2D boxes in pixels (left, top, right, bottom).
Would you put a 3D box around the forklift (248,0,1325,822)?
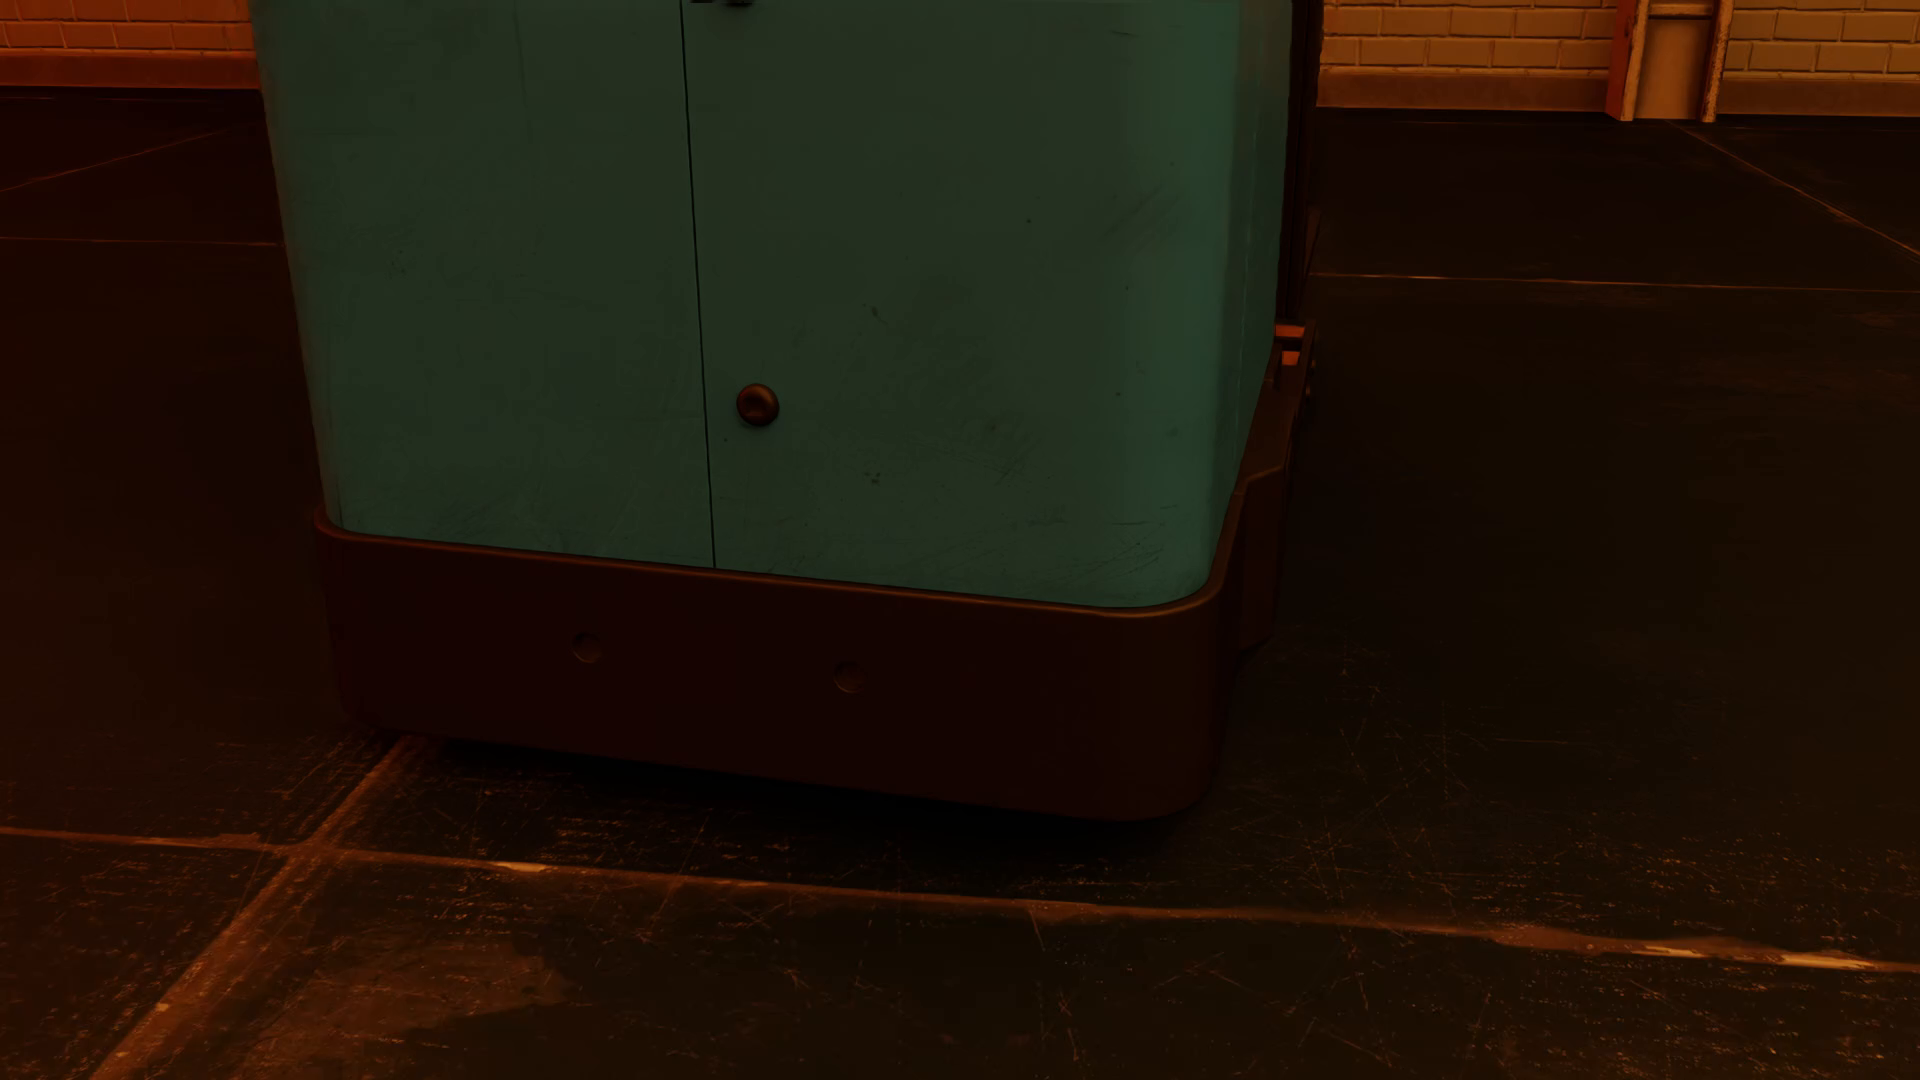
[{"bbox_3d":[0.099,-1.583,2.685,1.130,2.935,3.031,5,23,13],"label":"forklift"}]
